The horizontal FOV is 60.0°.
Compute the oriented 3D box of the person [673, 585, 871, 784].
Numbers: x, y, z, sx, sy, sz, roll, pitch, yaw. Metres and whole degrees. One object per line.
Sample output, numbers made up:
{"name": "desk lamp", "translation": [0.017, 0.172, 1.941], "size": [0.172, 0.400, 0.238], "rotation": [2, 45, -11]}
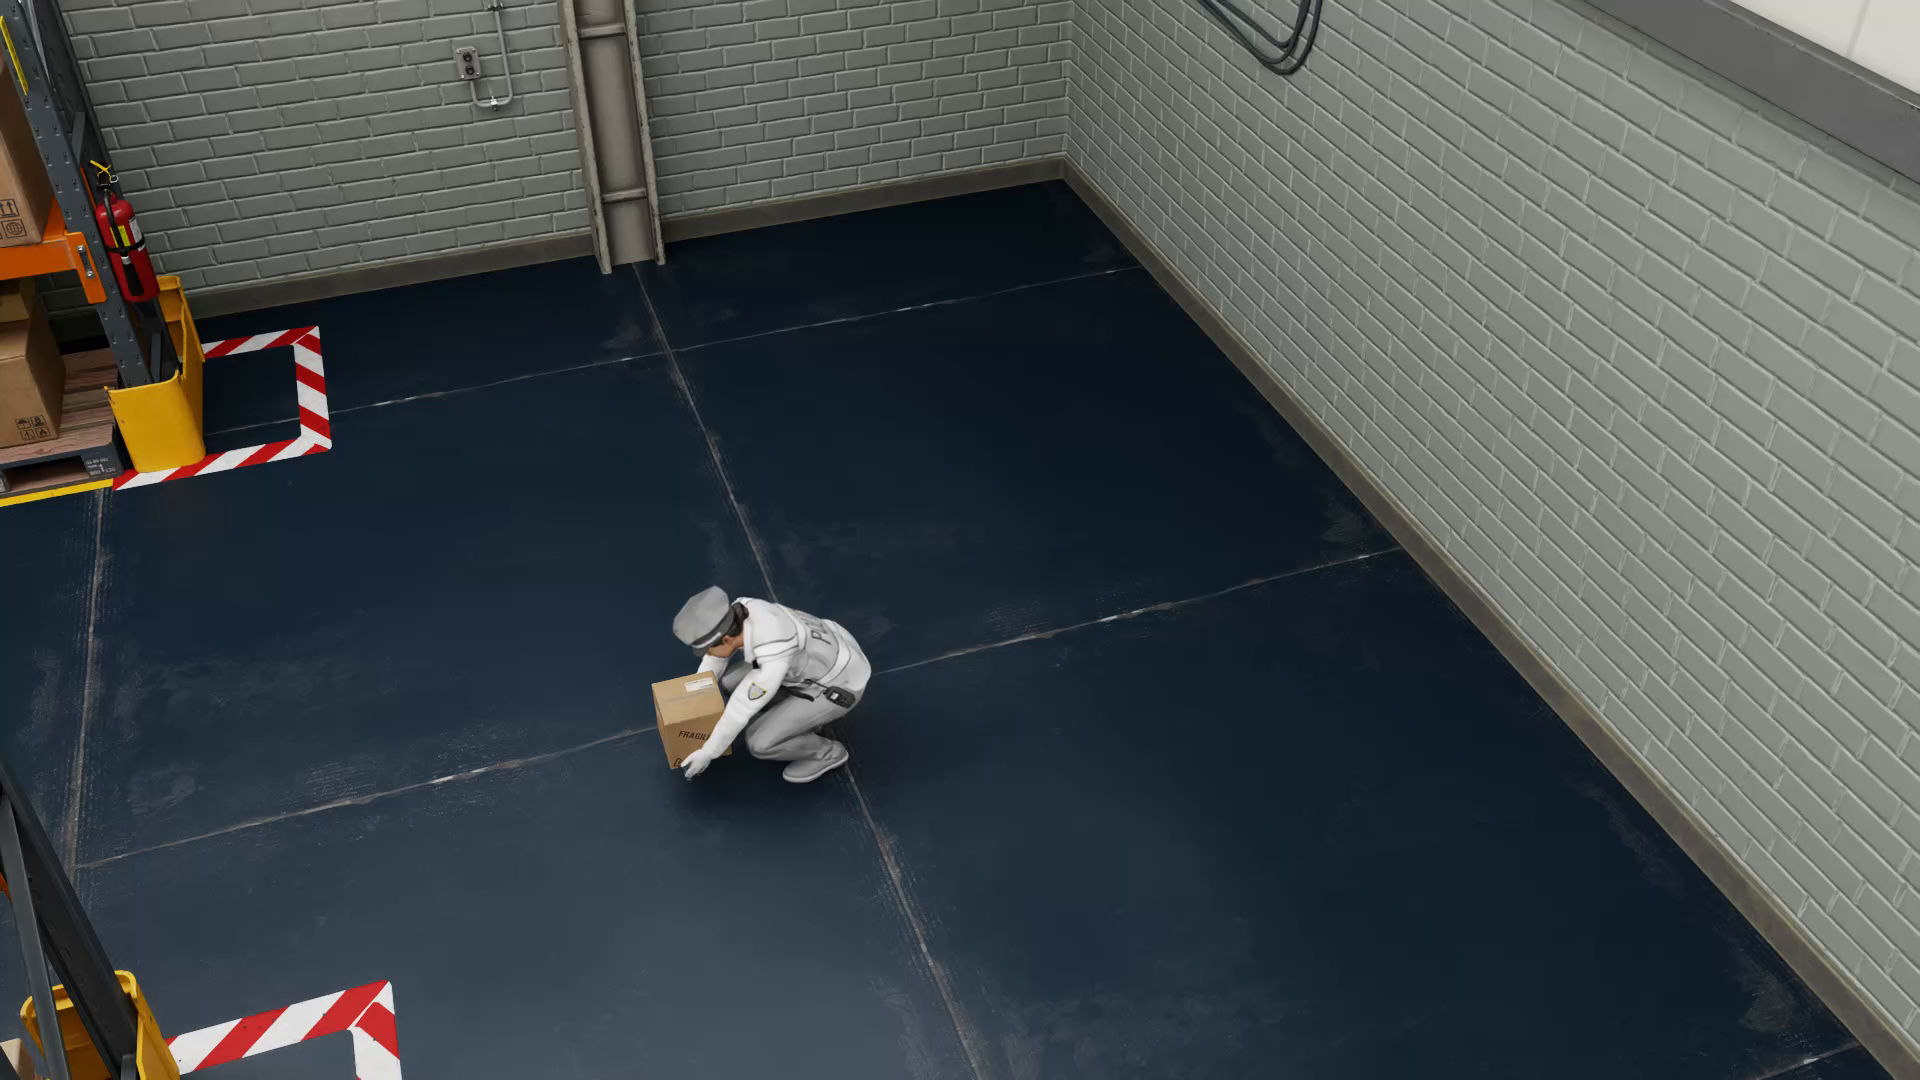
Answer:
{"name": "person", "translation": [-0.772, 0.534, 6.677], "size": [0.826, 0.970, 0.489], "rotation": [-13, 40, -16]}
